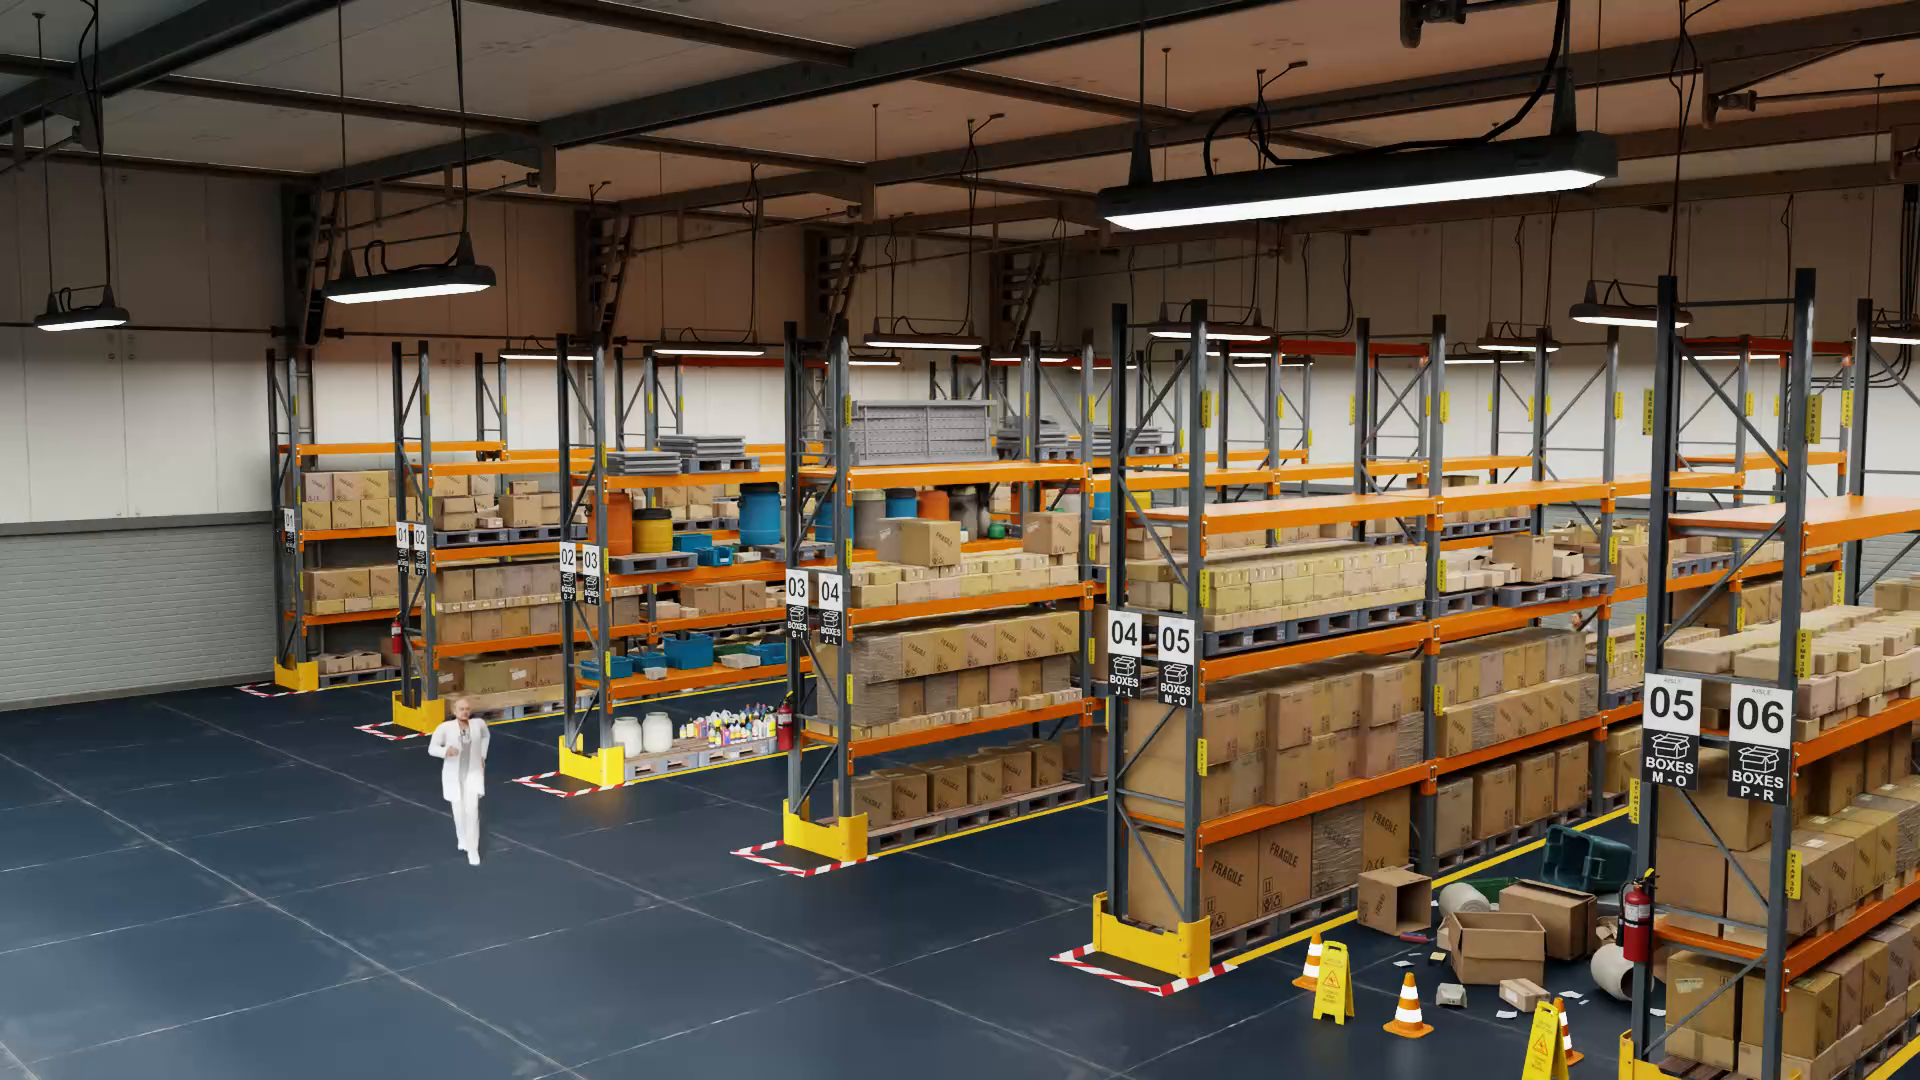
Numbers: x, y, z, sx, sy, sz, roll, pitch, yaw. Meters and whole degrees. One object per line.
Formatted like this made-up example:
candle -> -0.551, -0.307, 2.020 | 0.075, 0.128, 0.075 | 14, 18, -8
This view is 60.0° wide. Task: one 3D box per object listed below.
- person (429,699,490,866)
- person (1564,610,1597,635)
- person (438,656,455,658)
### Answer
person -> -5.581, 2.685, 18.587 | 0.669, 1.855, 0.861 | -2, 5, -19
person -> 10.337, 1.965, 27.783 | 0.539, 1.608, 0.689 | 5, 7, 44
person -> -8.733, 1.850, 28.222 | 0.631, 1.846, 0.830 | 2, 5, 25
